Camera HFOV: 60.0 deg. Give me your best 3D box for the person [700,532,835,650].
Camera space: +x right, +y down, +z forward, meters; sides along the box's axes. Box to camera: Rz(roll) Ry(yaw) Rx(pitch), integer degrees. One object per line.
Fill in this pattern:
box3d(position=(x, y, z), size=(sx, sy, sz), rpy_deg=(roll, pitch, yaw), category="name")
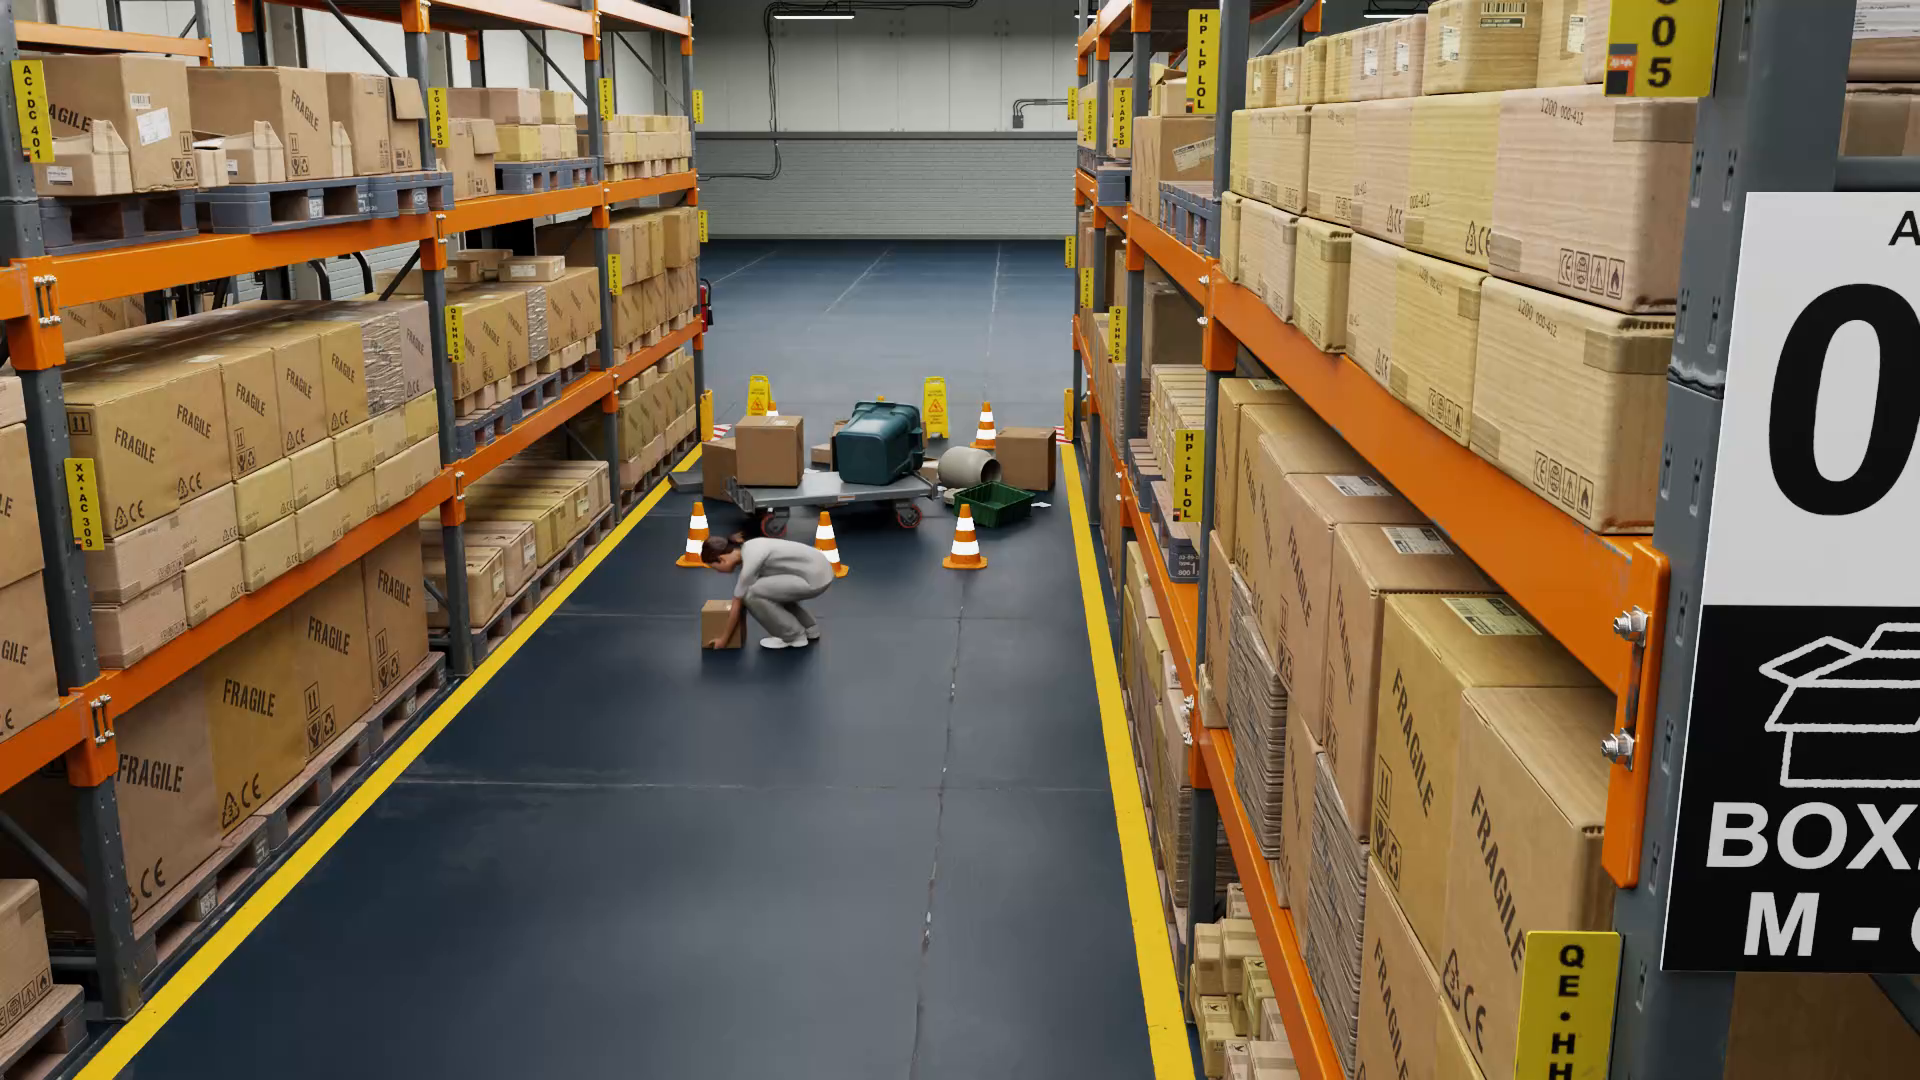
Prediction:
box3d(position=(-1.234, 0.321, 10.710), size=(0.848, 0.793, 0.456), rpy_deg=(0, 14, 0), category="person")
